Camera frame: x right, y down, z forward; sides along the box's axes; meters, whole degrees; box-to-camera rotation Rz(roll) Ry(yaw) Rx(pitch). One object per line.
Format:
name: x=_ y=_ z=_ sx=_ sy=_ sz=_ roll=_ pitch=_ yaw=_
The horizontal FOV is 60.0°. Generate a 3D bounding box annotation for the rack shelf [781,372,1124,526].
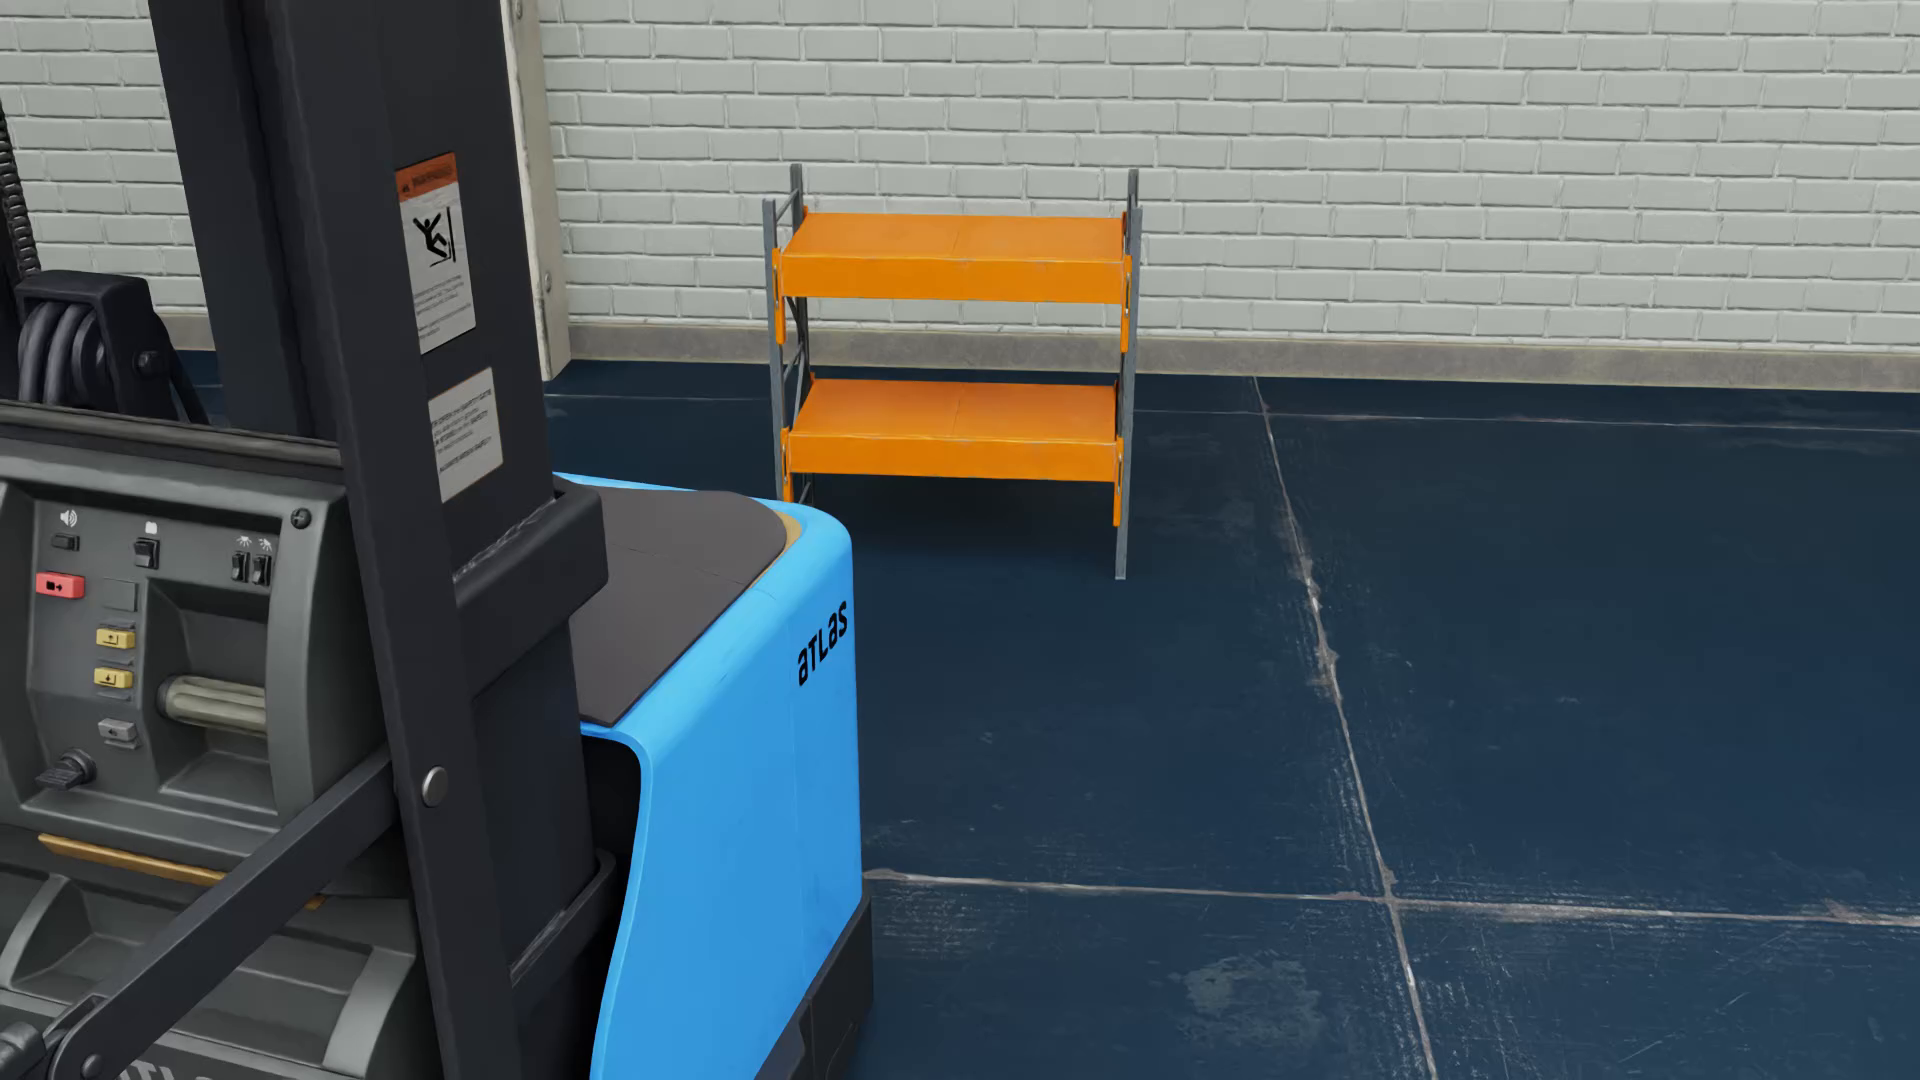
rack shelf: x=-0.007 y=-0.289 z=5.118 sx=1.000 sy=0.278 sz=0.538 roll=2 pitch=25 yaw=4

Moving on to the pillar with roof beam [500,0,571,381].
pillar with roof beam: x=-2.144 y=-2.998 z=1.000 sx=0.400 sy=9.000 sz=9.100 roll=2 pitch=25 yaw=4

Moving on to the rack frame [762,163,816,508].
rack frame: x=-0.514 y=-0.527 z=5.051 sx=0.032 sy=1.125 sz=0.500 roll=2 pitch=25 yaw=4

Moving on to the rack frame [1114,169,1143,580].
rack frame: x=0.500 y=-0.495 z=4.980 sx=0.032 sy=1.125 sz=0.500 roll=2 pitch=25 yaw=4

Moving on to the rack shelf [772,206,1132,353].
rack shelf: x=-0.007 y=-0.777 z=4.893 sx=1.000 sy=0.278 sz=0.538 roll=2 pitch=25 yaw=4

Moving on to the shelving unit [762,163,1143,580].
shelving unit: x=-0.007 y=-0.511 z=5.015 sx=1.048 sy=1.125 sz=0.538 roll=2 pitch=25 yaw=4

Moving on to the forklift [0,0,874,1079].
forklift: x=-1.096 y=0.115 z=1.493 sx=1.130 sy=2.935 sz=3.031 roll=8 pitch=26 yaw=16
